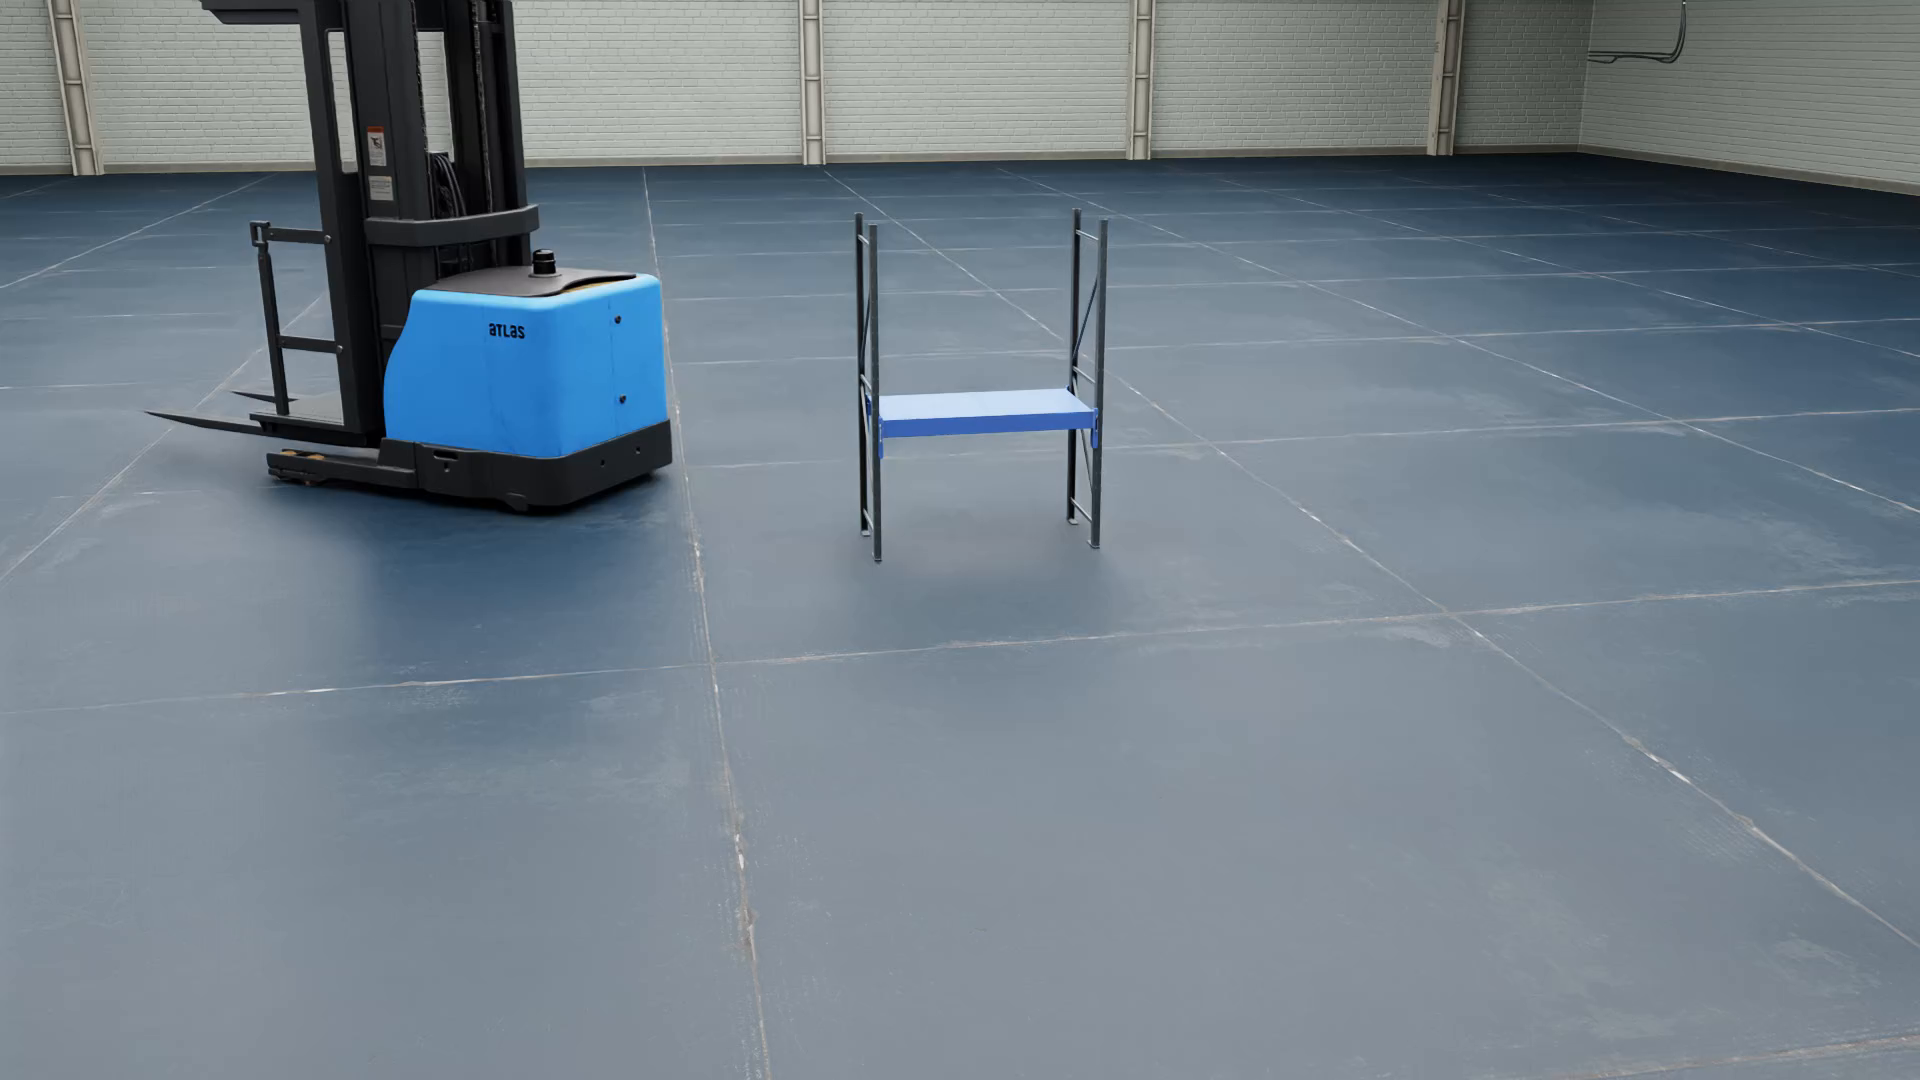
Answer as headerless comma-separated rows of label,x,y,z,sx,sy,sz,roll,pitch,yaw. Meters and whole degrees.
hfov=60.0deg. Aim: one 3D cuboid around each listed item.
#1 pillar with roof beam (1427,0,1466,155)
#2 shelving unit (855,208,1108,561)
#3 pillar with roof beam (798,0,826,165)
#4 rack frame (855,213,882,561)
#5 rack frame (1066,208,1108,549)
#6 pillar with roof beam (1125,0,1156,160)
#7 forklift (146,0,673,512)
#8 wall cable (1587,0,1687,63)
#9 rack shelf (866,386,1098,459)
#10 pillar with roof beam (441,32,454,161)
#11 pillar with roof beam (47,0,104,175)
pillar with roof beam,9.995,-10.438,26.468,0.400,9.000,9.100,-3,17,-10
shelving unit,0.084,-0.722,7.607,1.048,1.500,0.538,-3,17,-10
pillar with roof beam,-1.787,-9.769,24.292,0.400,9.000,9.100,-3,17,-10
rack frame,-0.415,-0.693,7.515,0.032,1.500,0.500,-3,17,-10
rack frame,0.583,-0.750,7.699,0.032,1.500,0.500,-3,17,-10
pillar with roof beam,4.104,-10.103,25.380,0.400,9.000,9.100,-3,17,-10
forklift,-3.101,-1.814,8.726,3.031,2.935,1.130,8,19,24
wall cable,12.322,-9.977,30.258,0.112,2.526,3.097,-3,17,-10
rack shelf,0.084,-0.550,7.660,1.000,0.185,0.538,-3,17,-10
pillar with roof beam,-7.678,-9.435,23.204,0.400,9.000,9.100,-3,17,-10
pillar with roof beam,-13.569,-9.101,22.116,0.400,9.000,9.100,-3,17,-10
